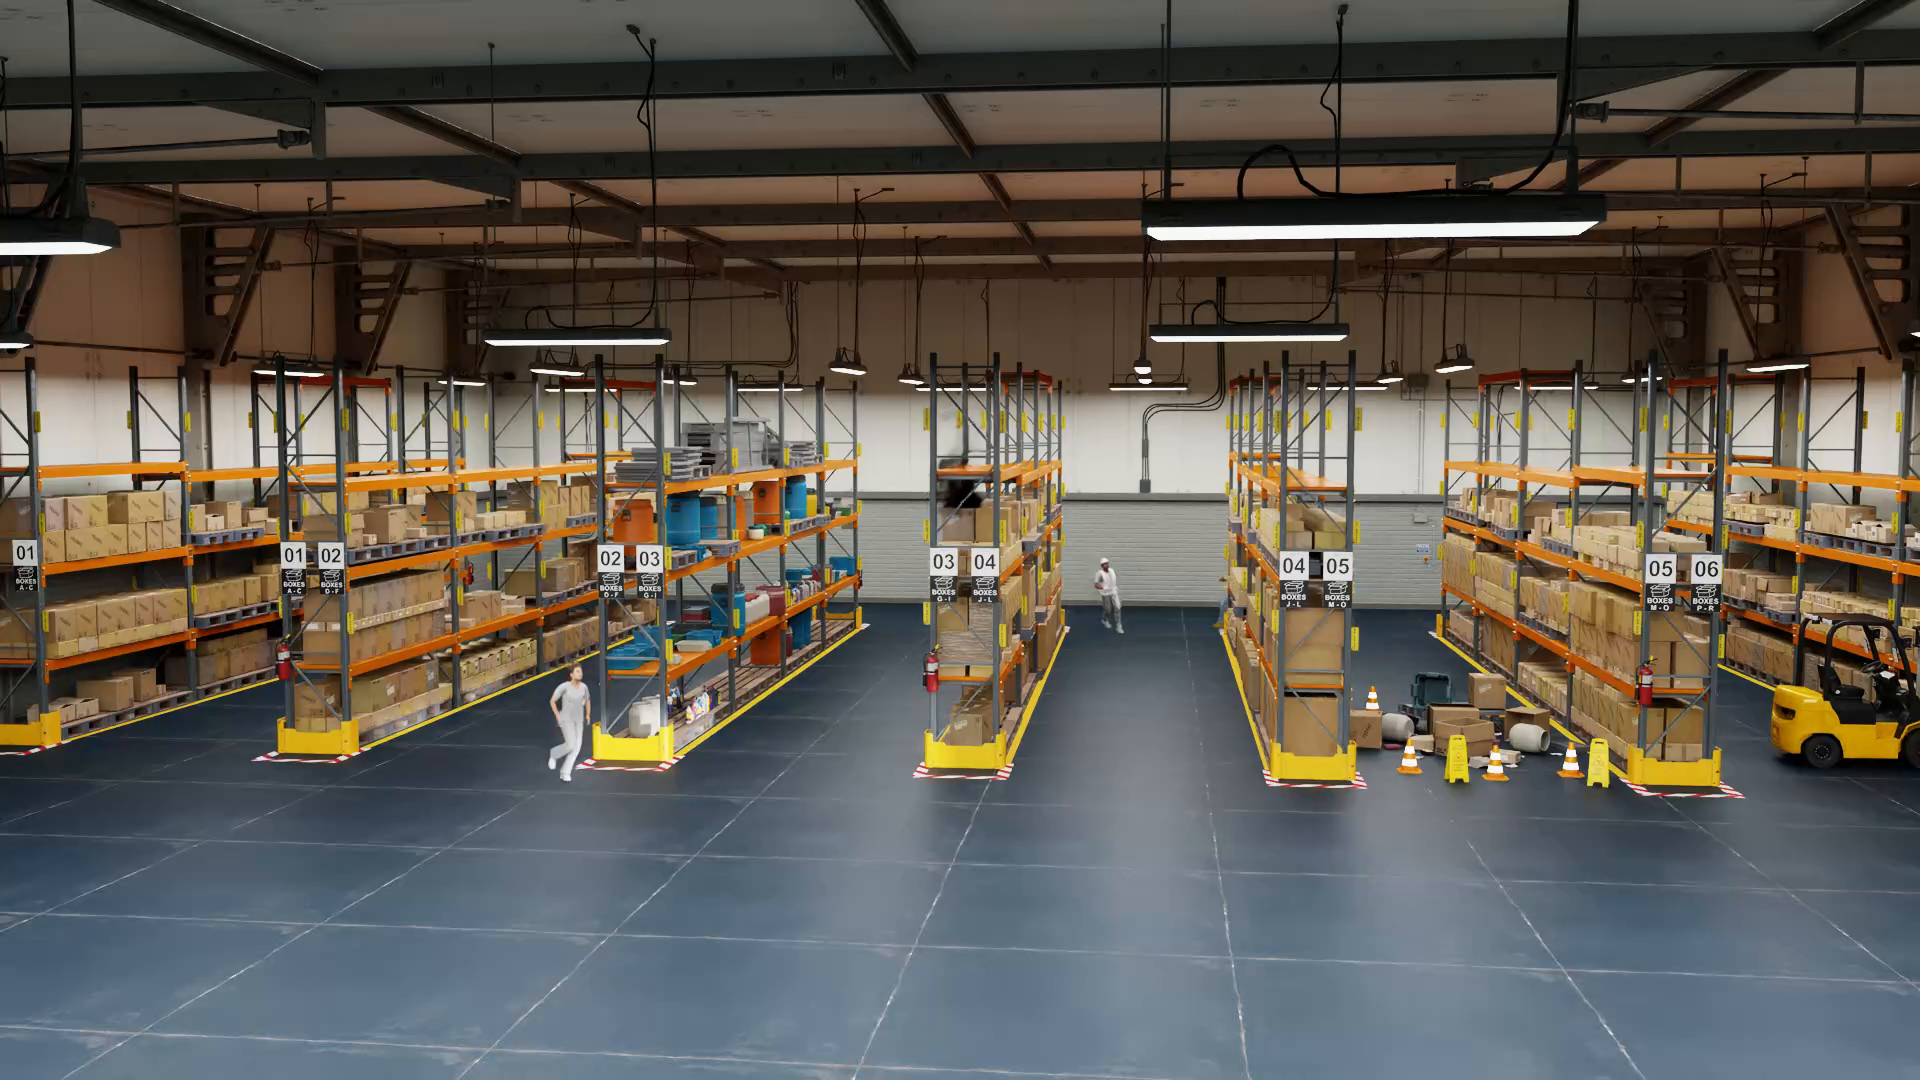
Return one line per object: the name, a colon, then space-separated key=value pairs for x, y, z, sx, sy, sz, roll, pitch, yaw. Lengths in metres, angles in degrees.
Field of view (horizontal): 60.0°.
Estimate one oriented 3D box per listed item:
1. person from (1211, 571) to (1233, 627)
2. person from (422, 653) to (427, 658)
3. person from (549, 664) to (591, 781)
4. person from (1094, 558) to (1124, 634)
person: x=6.581 y=1.248 z=40.475 sx=0.951 sy=1.743 sz=0.730 roll=0 pitch=4 yaw=-2
person: x=-11.320 y=1.672 z=34.795 sx=0.606 sy=1.826 sz=0.821 roll=0 pitch=4 yaw=4
person: x=-5.449 y=2.544 z=23.433 sx=0.596 sy=1.596 sz=0.574 roll=-4 pitch=6 yaw=-43
person: x=3.531 y=1.315 z=39.552 sx=0.718 sy=1.771 sz=0.906 roll=-2 pitch=4 yaw=-25
